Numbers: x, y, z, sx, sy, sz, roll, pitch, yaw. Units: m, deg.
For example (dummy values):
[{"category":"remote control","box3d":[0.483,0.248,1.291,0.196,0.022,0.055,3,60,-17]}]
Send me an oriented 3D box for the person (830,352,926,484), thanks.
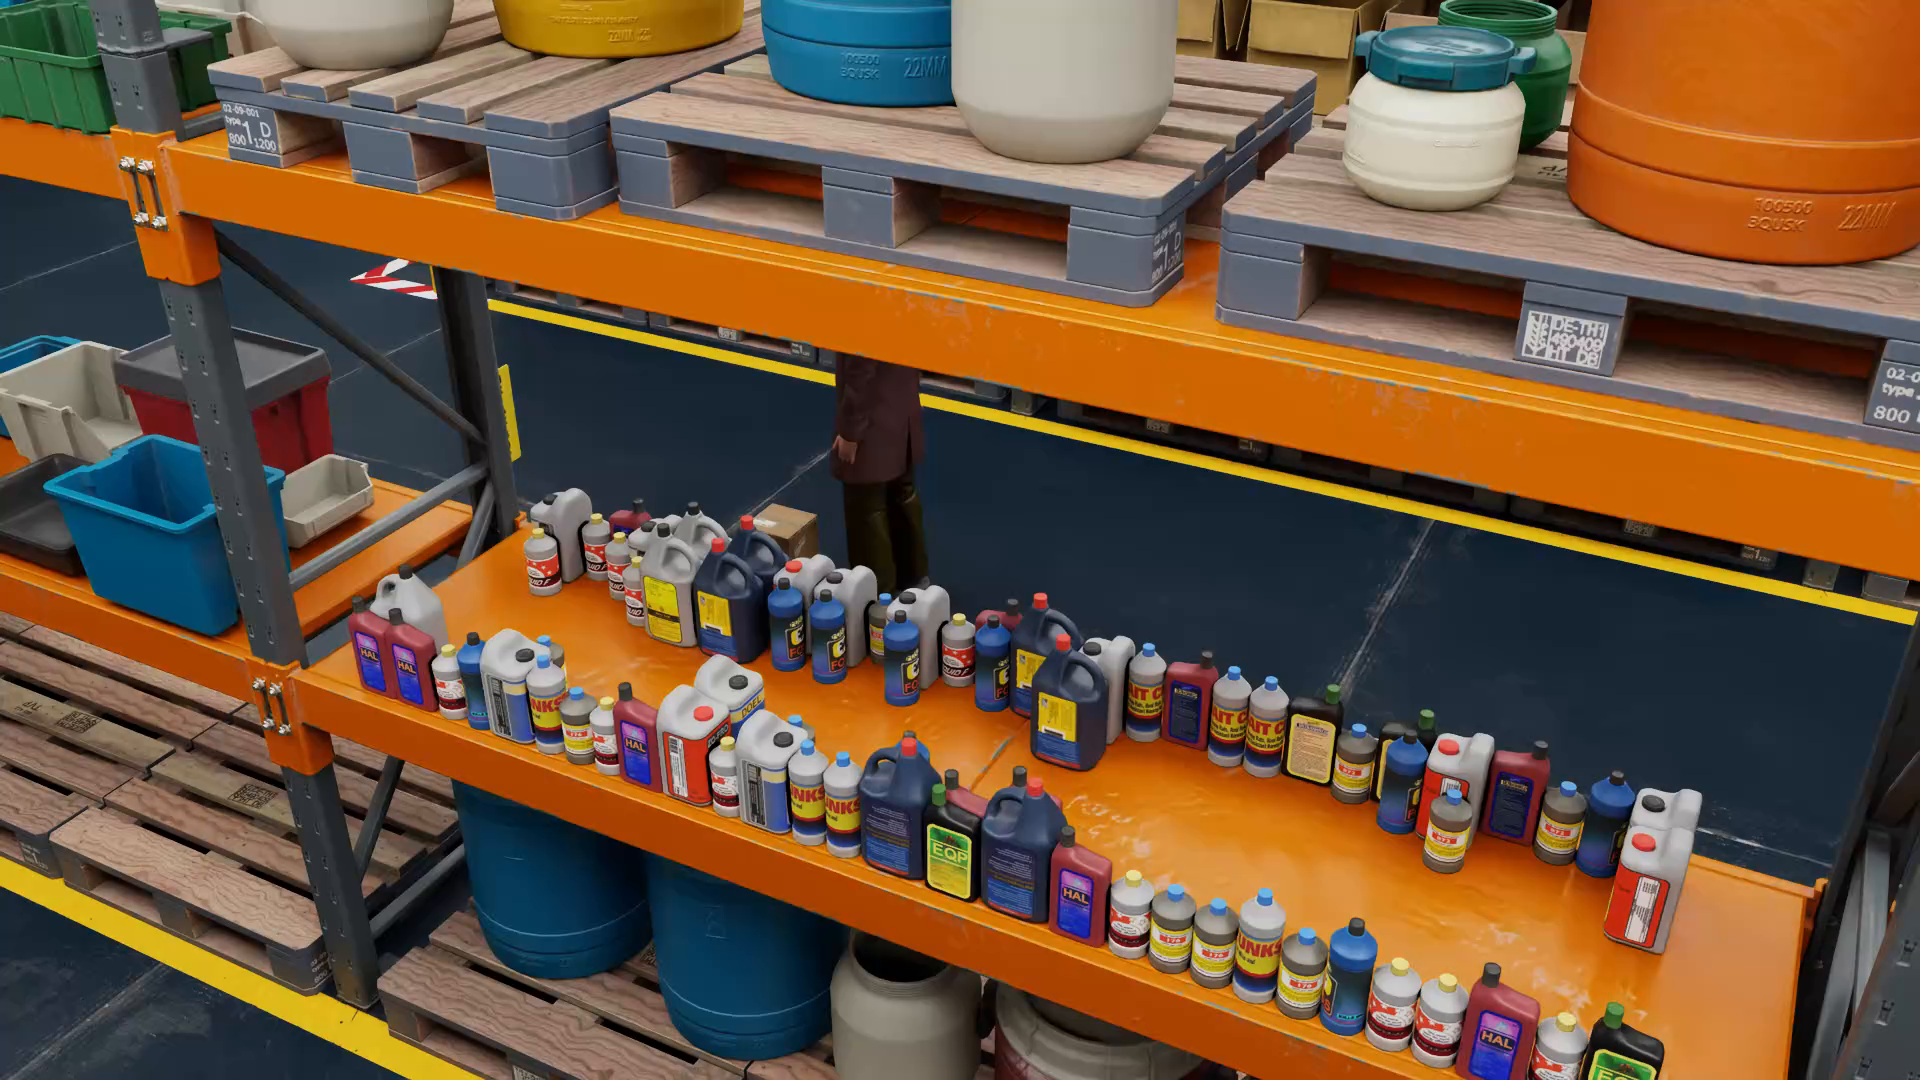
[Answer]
[{"category":"person","box3d":[-0.351,-0.715,6.953,0.323,0.897,0.581,15,33,24]}]
